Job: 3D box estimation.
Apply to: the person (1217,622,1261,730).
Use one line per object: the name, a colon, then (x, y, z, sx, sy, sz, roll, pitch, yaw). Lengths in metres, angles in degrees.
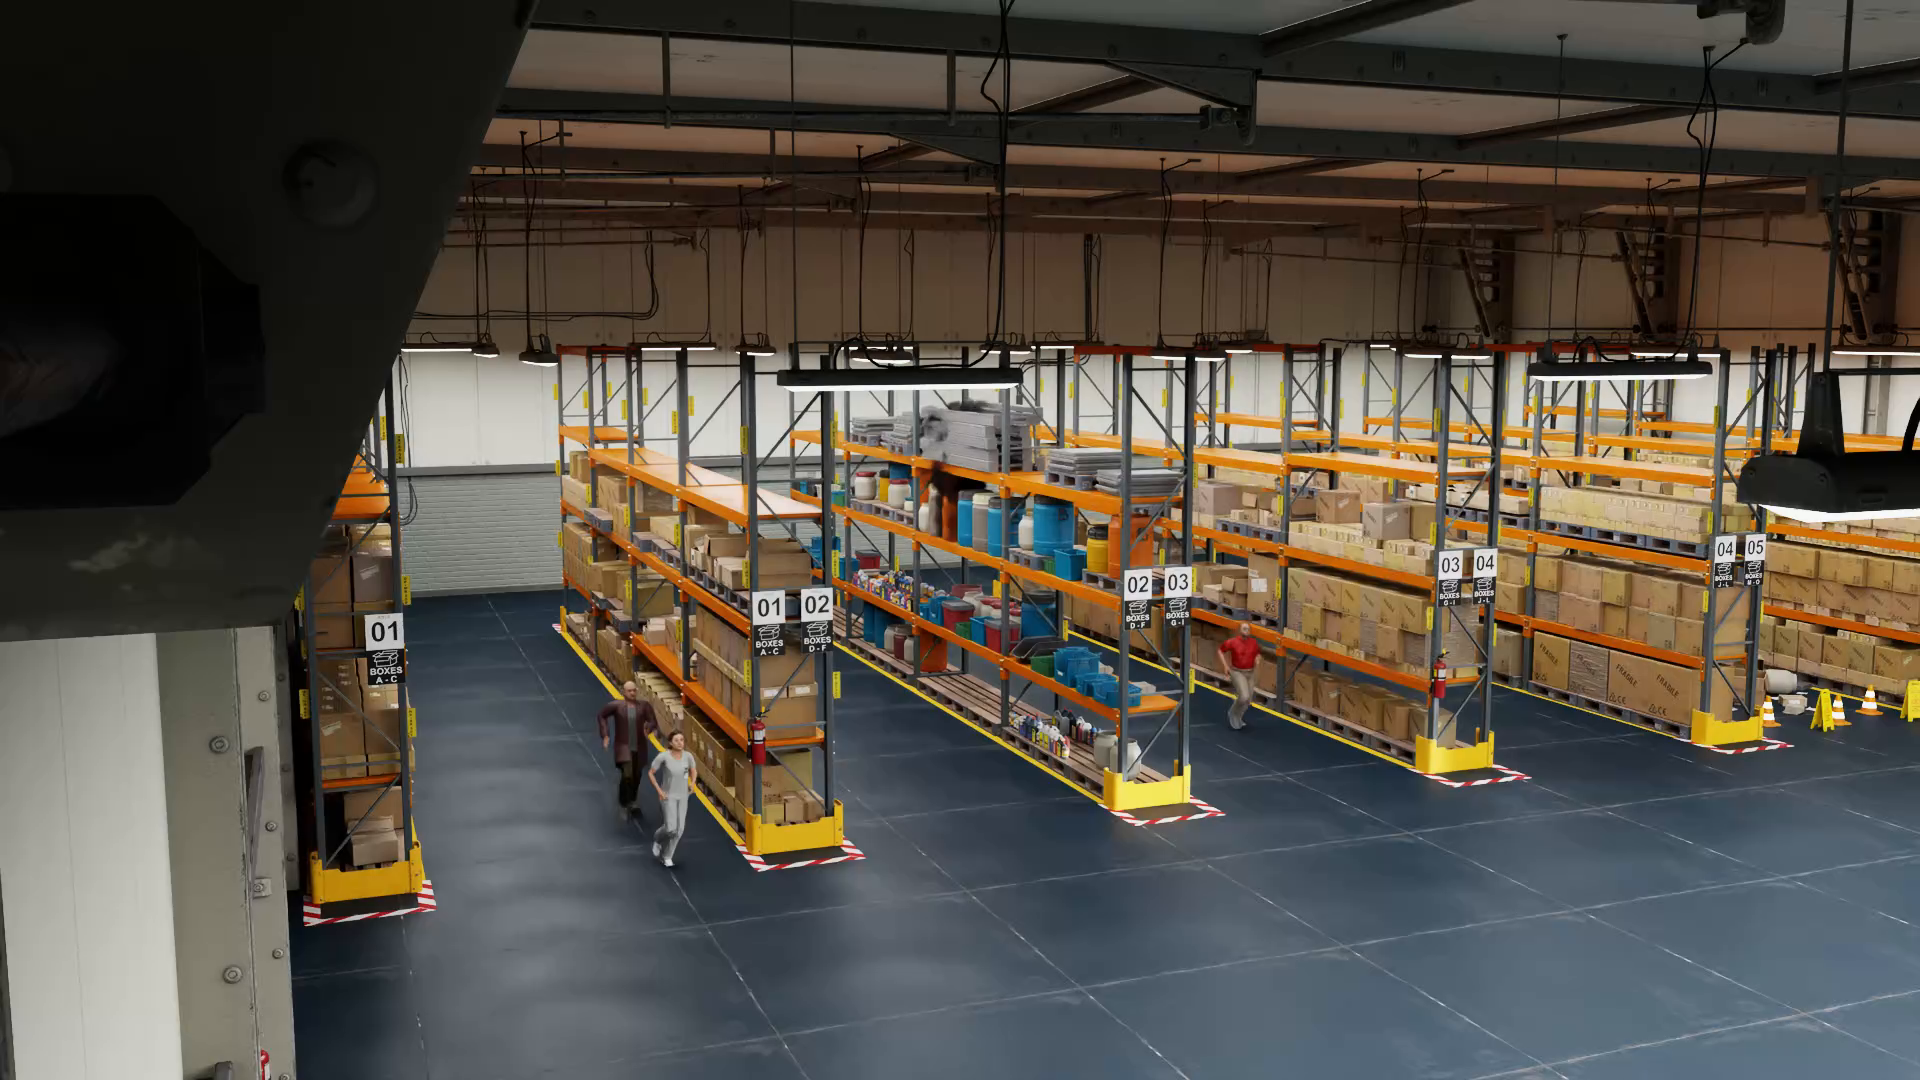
person: (4.485, 2.155, 26.273, 0.640, 1.717, 0.671, -3, 8, -24)

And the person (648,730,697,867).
person: (-3.368, 3.044, 19.719, 0.584, 1.612, 0.527, -5, 9, -34)

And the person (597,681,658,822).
person: (-4.266, 2.724, 21.555, 0.702, 1.809, 0.867, -4, 8, -28)
